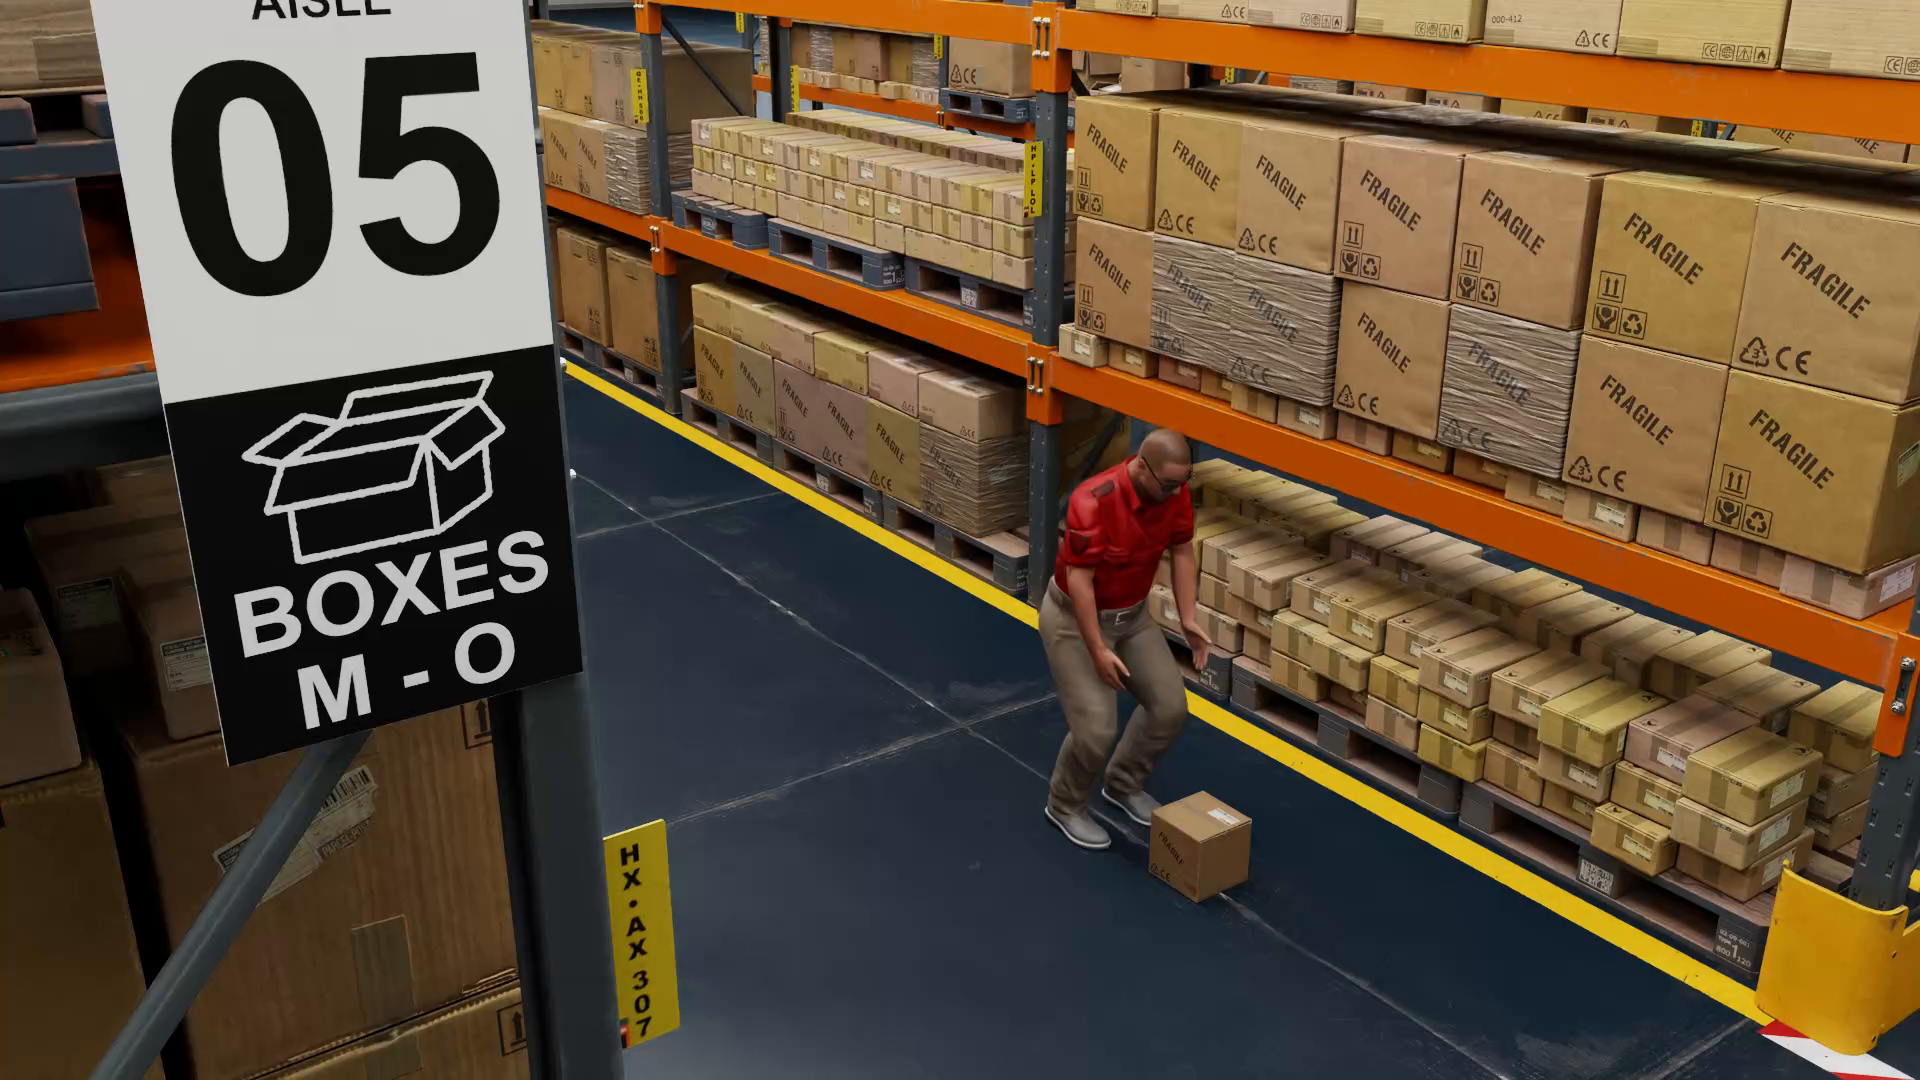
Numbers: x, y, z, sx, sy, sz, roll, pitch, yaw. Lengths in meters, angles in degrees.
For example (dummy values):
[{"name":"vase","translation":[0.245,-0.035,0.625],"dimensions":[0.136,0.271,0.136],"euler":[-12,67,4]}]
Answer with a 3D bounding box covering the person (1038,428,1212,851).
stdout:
[{"name":"person","translation":[0.584,0.318,6.001],"dimensions":[0.578,1.588,0.550],"euler":[-14,25,-33]}]
